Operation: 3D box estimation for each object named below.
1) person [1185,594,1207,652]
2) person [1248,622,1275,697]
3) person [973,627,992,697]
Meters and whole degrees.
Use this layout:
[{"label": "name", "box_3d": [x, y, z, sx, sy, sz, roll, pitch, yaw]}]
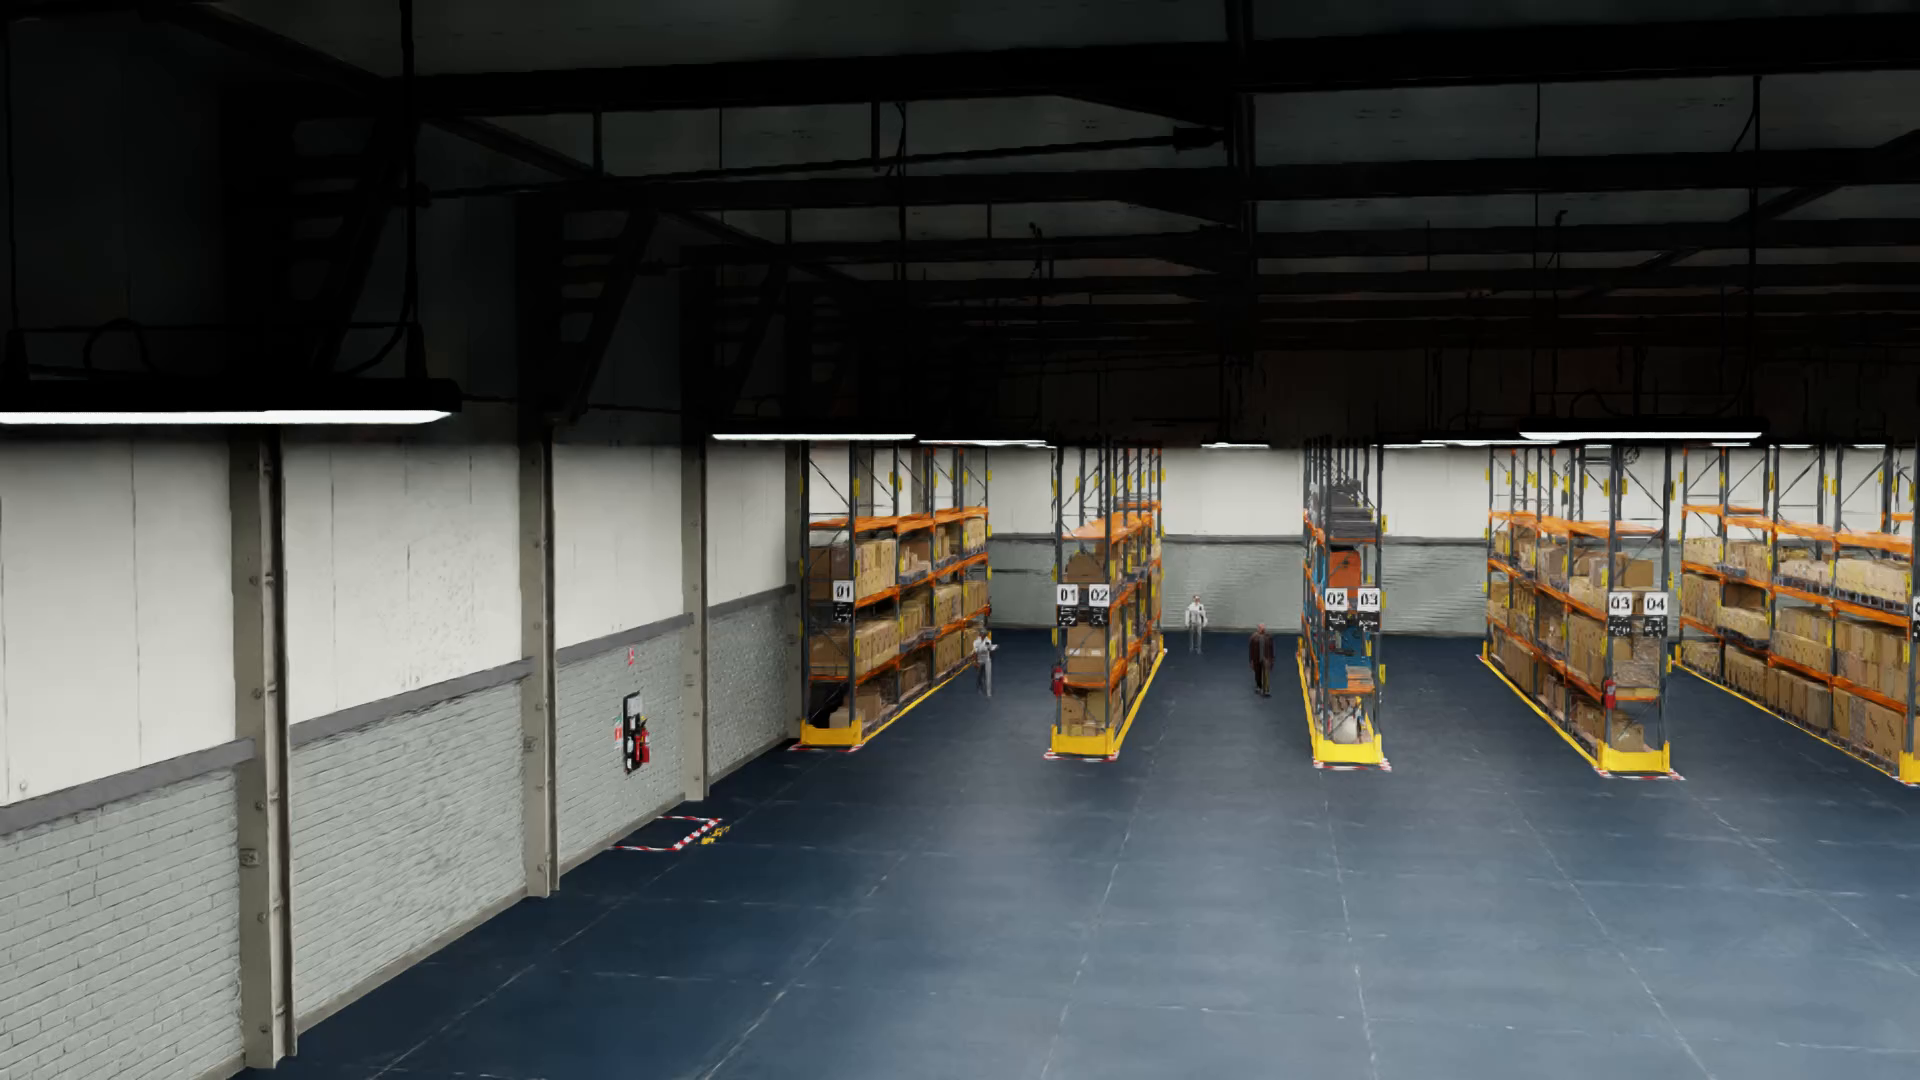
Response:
[{"label": "person", "box_3d": [6.700, 2.346, 47.302, 0.615, 1.648, 0.659, 0, 3, 1]}, {"label": "person", "box_3d": [7.015, 2.761, 38.721, 0.598, 1.698, 1.193, 1, 3, 12]}, {"label": "person", "box_3d": [0.528, 2.807, 38.624, 0.448, 1.623, 0.997, 0, 3, 2]}]
